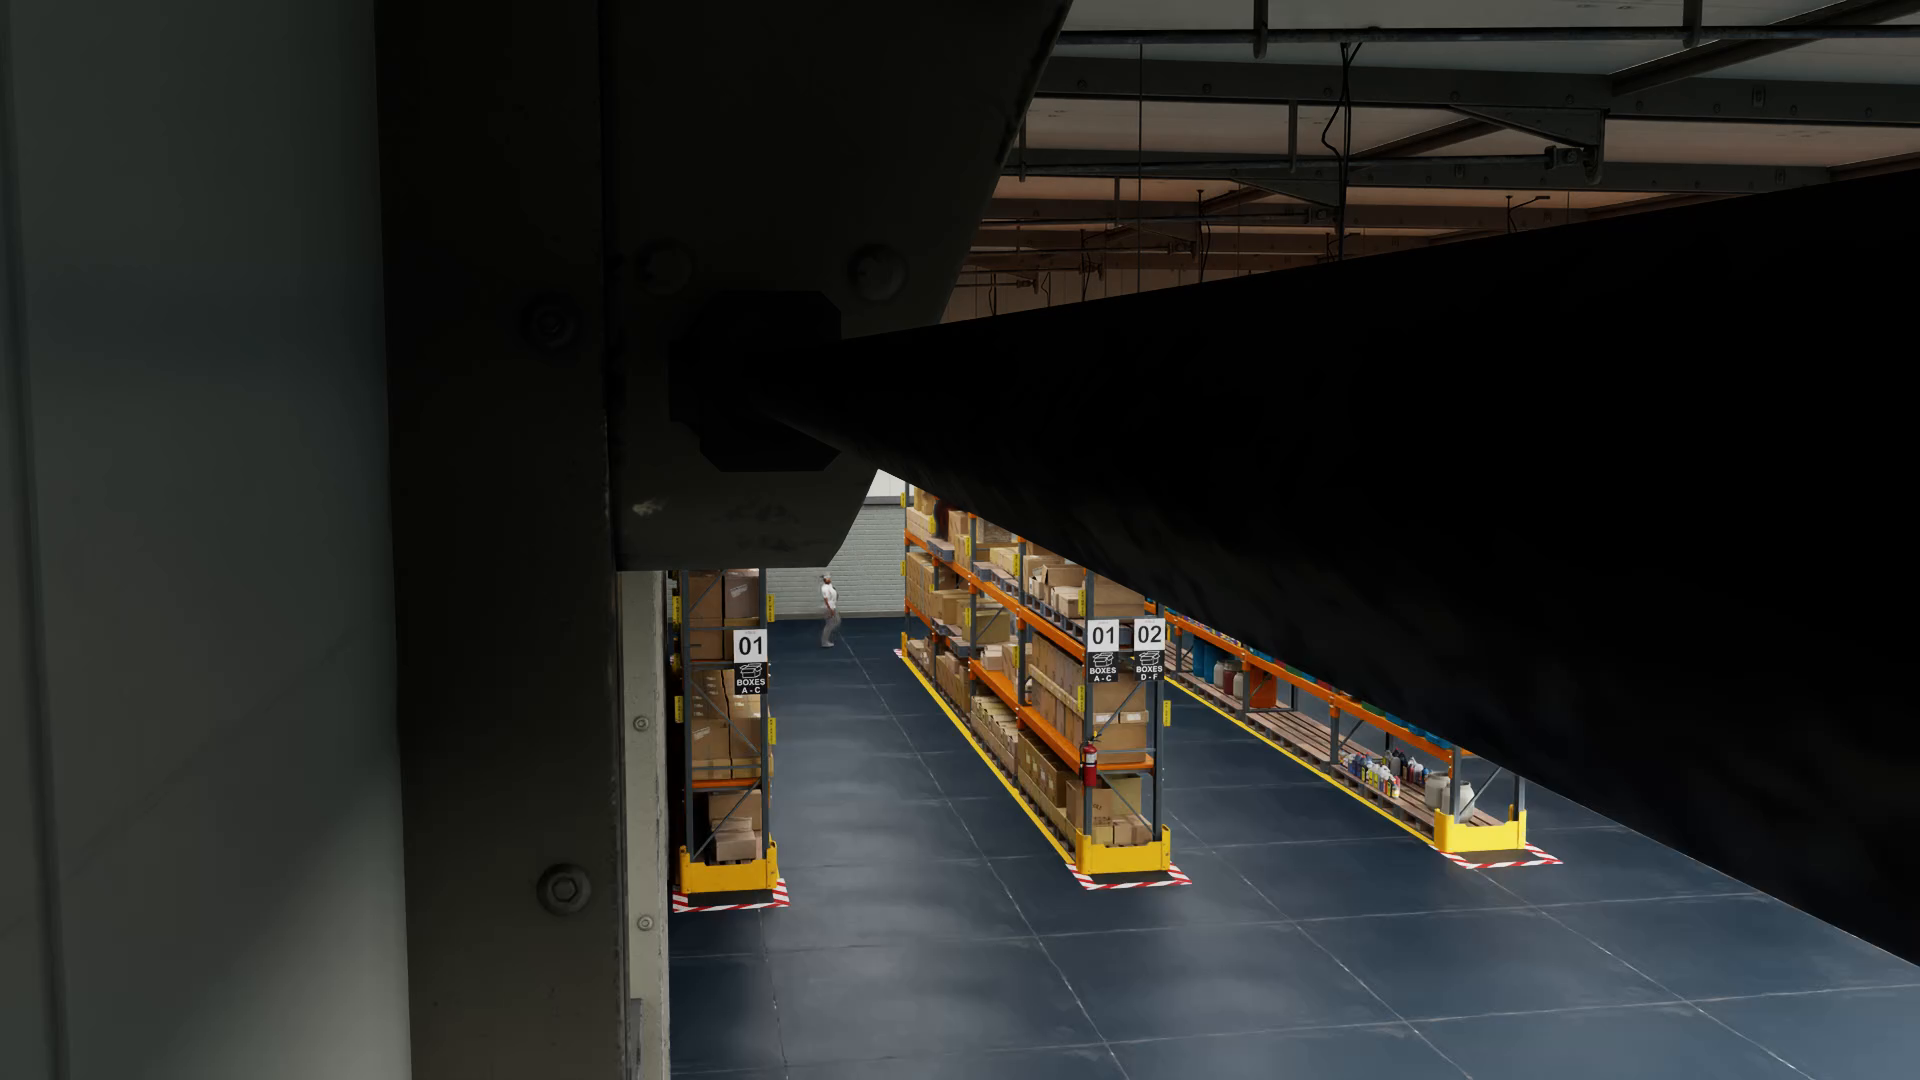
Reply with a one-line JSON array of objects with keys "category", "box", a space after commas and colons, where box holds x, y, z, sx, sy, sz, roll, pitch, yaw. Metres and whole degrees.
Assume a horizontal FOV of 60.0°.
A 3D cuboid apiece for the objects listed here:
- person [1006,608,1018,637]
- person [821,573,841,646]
[{"category": "person", "box": [1.079, 1.756, 36.654, 0.498, 1.538, 0.837, -3, 7, -28]}, {"category": "person", "box": [-2.920, 1.582, 37.661, 0.465, 1.701, 0.491, -1, 6, -5]}]
